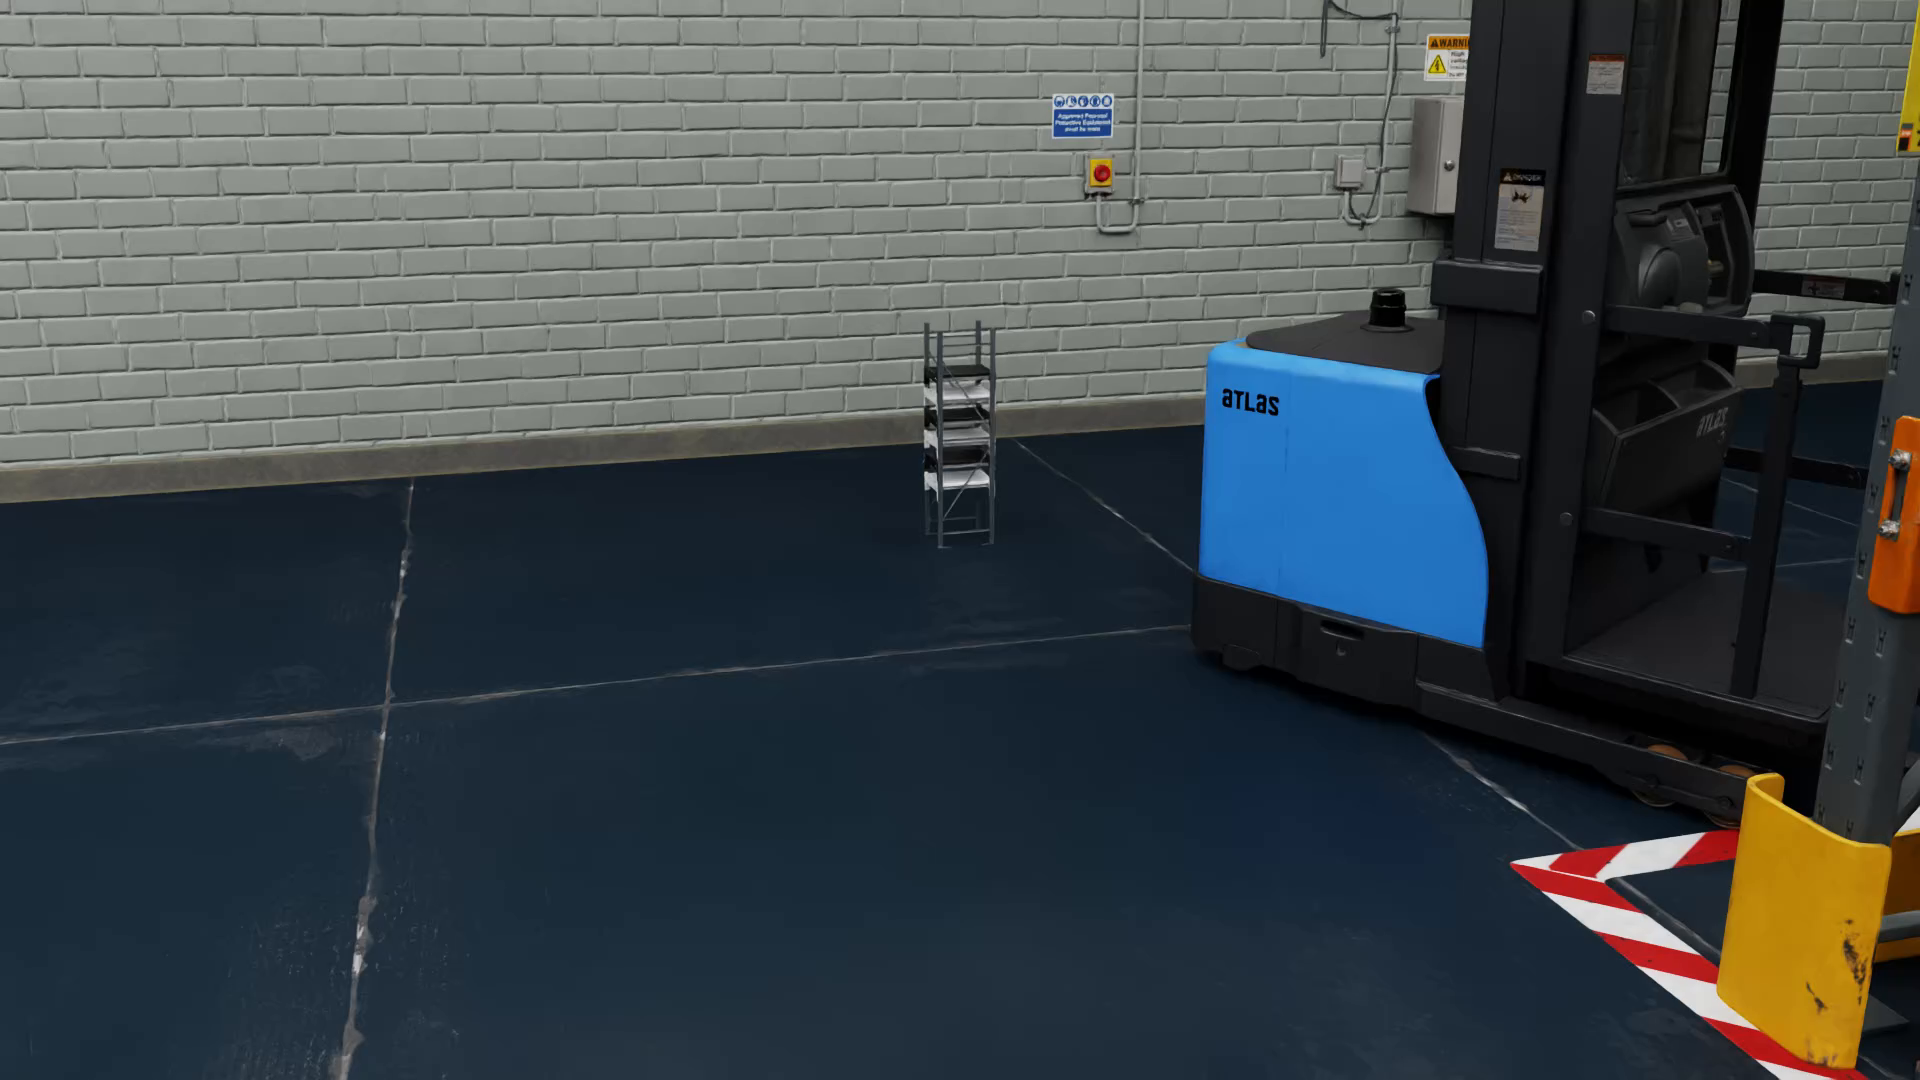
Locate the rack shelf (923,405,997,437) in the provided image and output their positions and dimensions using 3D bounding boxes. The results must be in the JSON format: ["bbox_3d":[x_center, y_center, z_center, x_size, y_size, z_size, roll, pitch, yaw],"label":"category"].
[{"bbox_3d":[-0.002,-0.487,6.814,0.258,0.077,0.200,-5,17,-15],"label":"rack shelf"}]

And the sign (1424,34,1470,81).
[{"bbox_3d":[2.635,-2.576,8.877,0.339,0.242,0.001,-5,17,-15],"label":"sign"}]

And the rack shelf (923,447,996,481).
[{"bbox_3d":[-0.002,-0.315,6.866,0.258,0.077,0.200,-5,17,-15],"label":"rack shelf"}]

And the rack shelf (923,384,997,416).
[{"bbox_3d":[-0.002,-0.574,6.788,0.258,0.077,0.200,-5,17,-15],"label":"rack shelf"}]

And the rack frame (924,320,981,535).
[{"bbox_3d":[-0.030,-0.461,6.924,0.240,0.900,0.006,-5,17,-15],"label":"rack frame"}]

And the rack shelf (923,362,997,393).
[{"bbox_3d":[-0.002,-0.660,6.762,0.258,0.077,0.200,-5,17,-15],"label":"rack shelf"}]

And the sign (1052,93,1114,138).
[{"bbox_3d":[0.622,-2.144,8.406,0.327,0.218,0.001,-5,17,-15],"label":"sign"}]

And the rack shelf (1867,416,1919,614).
[{"bbox_3d":[2.807,0.454,1.477,1.077,0.370,4.000,-5,17,-15],"label":"rack shelf"}]

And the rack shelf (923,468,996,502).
[{"bbox_3d":[-0.002,-0.229,6.891,0.258,0.077,0.200,-5,17,-15],"label":"rack shelf"}]

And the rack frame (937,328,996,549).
[{"bbox_3d":[0.026,-0.405,6.736,0.240,0.900,0.006,-5,17,-15],"label":"rack frame"}]

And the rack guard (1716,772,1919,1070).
[{"bbox_3d":[2.250,0.747,3.597,1.175,0.500,0.348,-5,17,-15],"label":"rack guard"}]

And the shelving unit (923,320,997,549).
[{"bbox_3d":[-0.002,-0.433,6.830,0.258,0.900,0.210,-5,17,-15],"label":"shelving unit"}]

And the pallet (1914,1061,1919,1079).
[{"bbox_3d":[2.552,1.107,2.900,1.003,0.211,1.213,-5,17,-15],"label":"pallet"}]

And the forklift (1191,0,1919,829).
[{"bbox_3d":[2.191,-0.807,4.545,3.031,2.935,1.130,15,22,41],"label":"forklift"}]

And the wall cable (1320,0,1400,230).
[{"bbox_3d":[2.045,-2.603,8.639,0.588,1.984,0.122,-5,17,-15],"label":"wall cable"}]

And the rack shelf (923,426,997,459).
[{"bbox_3d":[-0.002,-0.401,6.840,0.258,0.077,0.200,-5,17,-15],"label":"rack shelf"}]

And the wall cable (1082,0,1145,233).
[{"bbox_3d":[0.685,-2.503,8.251,0.585,1.953,0.123,-5,17,-15],"label":"wall cable"}]

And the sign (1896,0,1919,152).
[{"bbox_3d":[1.722,-0.854,2.938,0.100,0.325,0.005,-5,17,-15],"label":"sign"}]

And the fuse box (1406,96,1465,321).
[{"bbox_3d":[2.745,-1.510,9.005,0.539,1.711,0.414,-5,17,-15],"label":"fuse box"}]

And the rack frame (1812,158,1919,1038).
[{"bbox_3d":[2.257,-0.444,3.215,1.000,3.000,0.127,-5,17,-15],"label":"rack frame"}]
